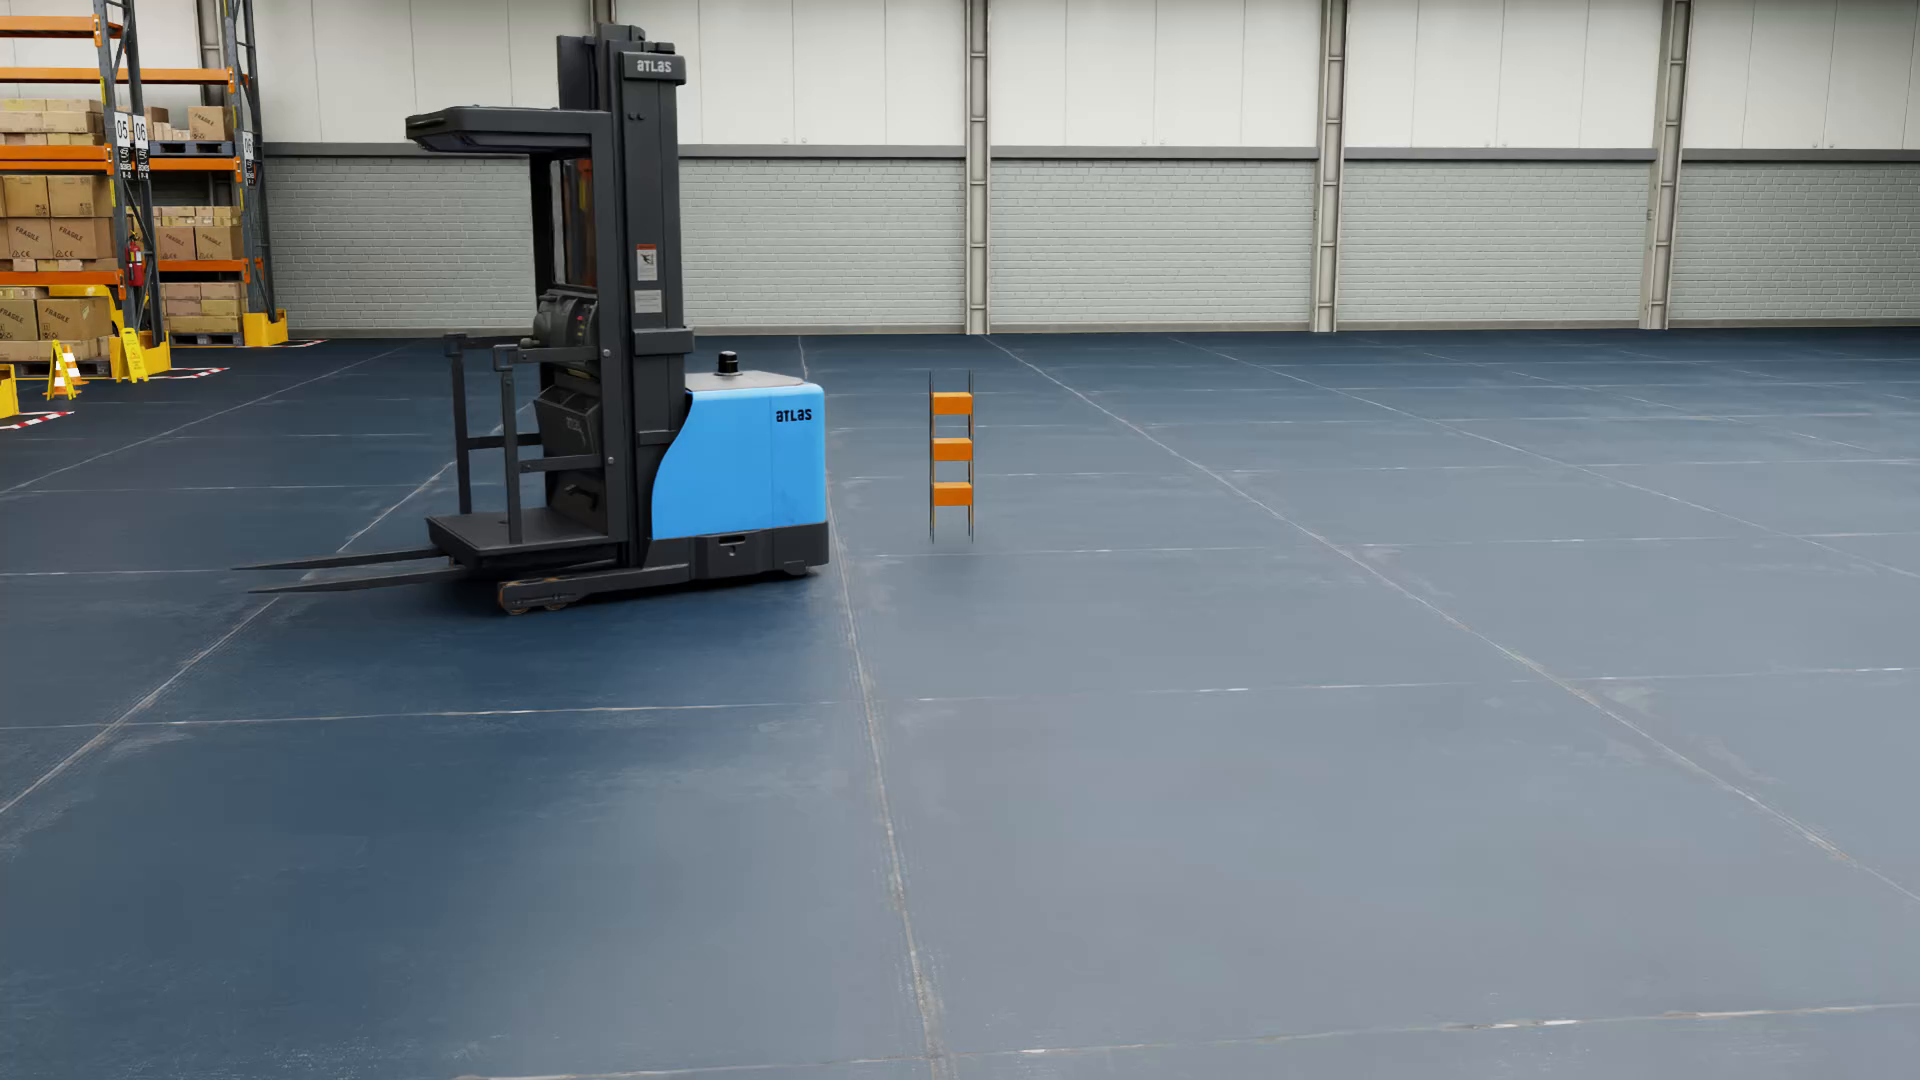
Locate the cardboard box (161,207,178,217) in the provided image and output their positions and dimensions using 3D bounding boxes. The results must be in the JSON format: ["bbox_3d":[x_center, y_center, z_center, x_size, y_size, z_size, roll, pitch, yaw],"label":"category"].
[{"bbox_3d":[-11.940,-4.993,25.280,0.250,0.149,0.380,-1,11,-6],"label":"cardboard box"}]

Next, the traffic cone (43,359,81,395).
[{"bbox_3d":[-10.142,-1.882,18.741,0.334,0.463,0.336,-1,11,-6],"label":"traffic cone"}]

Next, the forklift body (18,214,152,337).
[{"bbox_3d":[-12.540,-3.735,23.790,1.214,2.155,2.313,-1,11,-6],"label":"forklift body"}]

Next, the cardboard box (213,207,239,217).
[{"bbox_3d":[-11.185,-5.006,25.344,0.250,0.149,0.380,-1,11,-6],"label":"cardboard box"}]

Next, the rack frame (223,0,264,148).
[{"bbox_3d":[-10.852,-7.484,25.110,0.127,3.000,1.000,-1,11,-6],"label":"rack frame"}]

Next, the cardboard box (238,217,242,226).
[{"bbox_3d":[-11.217,-4.951,25.833,0.250,0.149,0.380,-1,11,-8],"label":"cardboard box"}]

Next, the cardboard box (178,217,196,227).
[{"bbox_3d":[-11.682,-4.842,25.282,0.250,0.149,0.380,-1,11,-5],"label":"cardboard box"}]

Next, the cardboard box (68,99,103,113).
[{"bbox_3d":[-10.616,-5.265,20.181,0.250,0.149,0.380,-1,11,-6],"label":"cardboard box"}]

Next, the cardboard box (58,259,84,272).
[{"bbox_3d":[-10.900,-3.390,20.488,0.250,0.149,0.380,-1,11,-7],"label":"cardboard box"}]

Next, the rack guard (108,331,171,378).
[{"bbox_3d":[-10.387,-2.361,21.080,0.348,0.500,1.175,-1,11,-6],"label":"rack guard"}]

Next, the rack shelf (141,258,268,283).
[{"bbox_3d":[-12.840,-4.146,25.546,4.000,0.370,1.077,-1,11,-6],"label":"rack shelf"}]

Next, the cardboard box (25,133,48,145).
[{"bbox_3d":[-11.148,-4.866,20.218,0.250,0.149,0.380,-1,11,-4],"label":"cardboard box"}]

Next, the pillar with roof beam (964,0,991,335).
[{"bbox_3d":[0.754,-7.067,22.987,0.400,9.000,9.100,-1,11,-6],"label":"pillar with roof beam"}]

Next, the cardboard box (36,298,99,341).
[{"bbox_3d":[-11.080,-2.747,20.660,0.500,0.500,0.500,-1,11,-6],"label":"cardboard box"}]

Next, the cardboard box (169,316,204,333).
[{"bbox_3d":[-11.780,-3.319,25.512,0.500,0.250,0.500,-1,11,-6],"label":"cardboard box"}]

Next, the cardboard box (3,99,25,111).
[{"bbox_3d":[-11.386,-5.263,20.170,0.250,0.149,0.380,-1,11,-6],"label":"cardboard box"}]

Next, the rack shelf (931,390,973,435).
[{"bbox_3d":[-0.053,-0.782,10.208,0.240,0.259,0.215,-1,11,-6],"label":"rack shelf"}]

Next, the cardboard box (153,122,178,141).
[{"bbox_3d":[-11.895,-6.121,24.951,0.258,0.266,0.396,-1,11,-6],"label":"cardboard box"}]

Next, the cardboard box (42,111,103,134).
[{"bbox_3d":[-10.792,-5.071,20.226,0.500,0.250,0.500,-1,11,-7],"label":"cardboard box"}]

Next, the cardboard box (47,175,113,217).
[{"bbox_3d":[-10.796,-4.222,20.445,0.500,0.500,0.700,-1,11,-7],"label":"cardboard box"}]

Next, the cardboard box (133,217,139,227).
[{"bbox_3d":[-12.439,-4.816,25.146,0.250,0.149,0.380,-1,11,-6],"label":"cardboard box"}]

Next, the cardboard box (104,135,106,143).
[{"bbox_3d":[-10.677,-4.993,20.863,0.250,0.149,0.380,-1,11,-6],"label":"cardboard box"}]

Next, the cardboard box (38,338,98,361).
[{"bbox_3d":[-11.110,-2.377,20.721,0.500,0.250,0.500,-1,11,-6],"label":"cardboard box"}]

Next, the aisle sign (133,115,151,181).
[{"bbox_3d":[-10.284,-4.925,20.905,0.004,0.787,0.394,-1,11,-6],"label":"aisle sign"}]

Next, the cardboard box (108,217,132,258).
[{"bbox_3d":[-10.813,-3.827,21.029,0.500,0.500,0.500,-1,11,-7],"label":"cardboard box"}]

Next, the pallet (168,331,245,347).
[{"bbox_3d":[-11.607,-3.148,25.835,1.213,0.211,1.003,-1,11,-6],"label":"pallet"}]

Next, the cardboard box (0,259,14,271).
[{"bbox_3d":[-11.680,-3.399,20.535,0.250,0.149,0.380,-1,11,-5],"label":"cardboard box"}]

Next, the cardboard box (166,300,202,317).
[{"bbox_3d":[-11.802,-3.564,25.466,0.500,0.250,0.500,-1,11,-7],"label":"cardboard box"}]

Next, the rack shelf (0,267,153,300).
[{"bbox_3d":[-12.300,-3.194,20.704,4.000,0.370,1.077,-1,11,-6],"label":"rack shelf"}]

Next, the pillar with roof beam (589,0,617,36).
[{"bbox_3d":[-5.211,-6.942,22.351,0.400,9.000,9.100,-1,11,-6],"label":"pillar with roof beam"}]

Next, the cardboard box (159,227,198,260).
[{"bbox_3d":[-11.829,-4.520,25.325,0.500,0.500,0.500,-1,11,-4],"label":"cardboard box"}]

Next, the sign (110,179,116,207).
[{"bbox_3d":[-10.272,-4.205,20.161,0.005,0.325,0.100,-1,11,-6],"label":"sign"}]

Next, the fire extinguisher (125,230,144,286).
[{"bbox_3d":[-10.148,-3.465,20.417,0.183,0.674,0.296,-1,11,-6],"label":"fire extinguisher"}]

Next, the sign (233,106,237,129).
[{"bbox_3d":[-10.807,-6.304,24.790,0.005,0.325,0.100,-1,11,-6],"label":"sign"}]

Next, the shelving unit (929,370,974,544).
[{"bbox_3d":[-0.053,-0.514,10.261,0.252,1.050,0.215,-1,11,-6],"label":"shelving unit"}]

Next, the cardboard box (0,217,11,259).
[{"bbox_3d":[-11.818,-3.700,20.384,0.500,0.500,0.500,-1,11,-6],"label":"cardboard box"}]

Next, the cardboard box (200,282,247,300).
[{"bbox_3d":[-11.276,-3.819,25.464,0.500,0.250,0.500,-1,11,-4],"label":"cardboard box"}]

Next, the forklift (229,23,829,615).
[{"bbox_3d":[-2.269,-1.175,8.747,3.031,2.935,1.130,-6,13,-30],"label":"forklift"}]
